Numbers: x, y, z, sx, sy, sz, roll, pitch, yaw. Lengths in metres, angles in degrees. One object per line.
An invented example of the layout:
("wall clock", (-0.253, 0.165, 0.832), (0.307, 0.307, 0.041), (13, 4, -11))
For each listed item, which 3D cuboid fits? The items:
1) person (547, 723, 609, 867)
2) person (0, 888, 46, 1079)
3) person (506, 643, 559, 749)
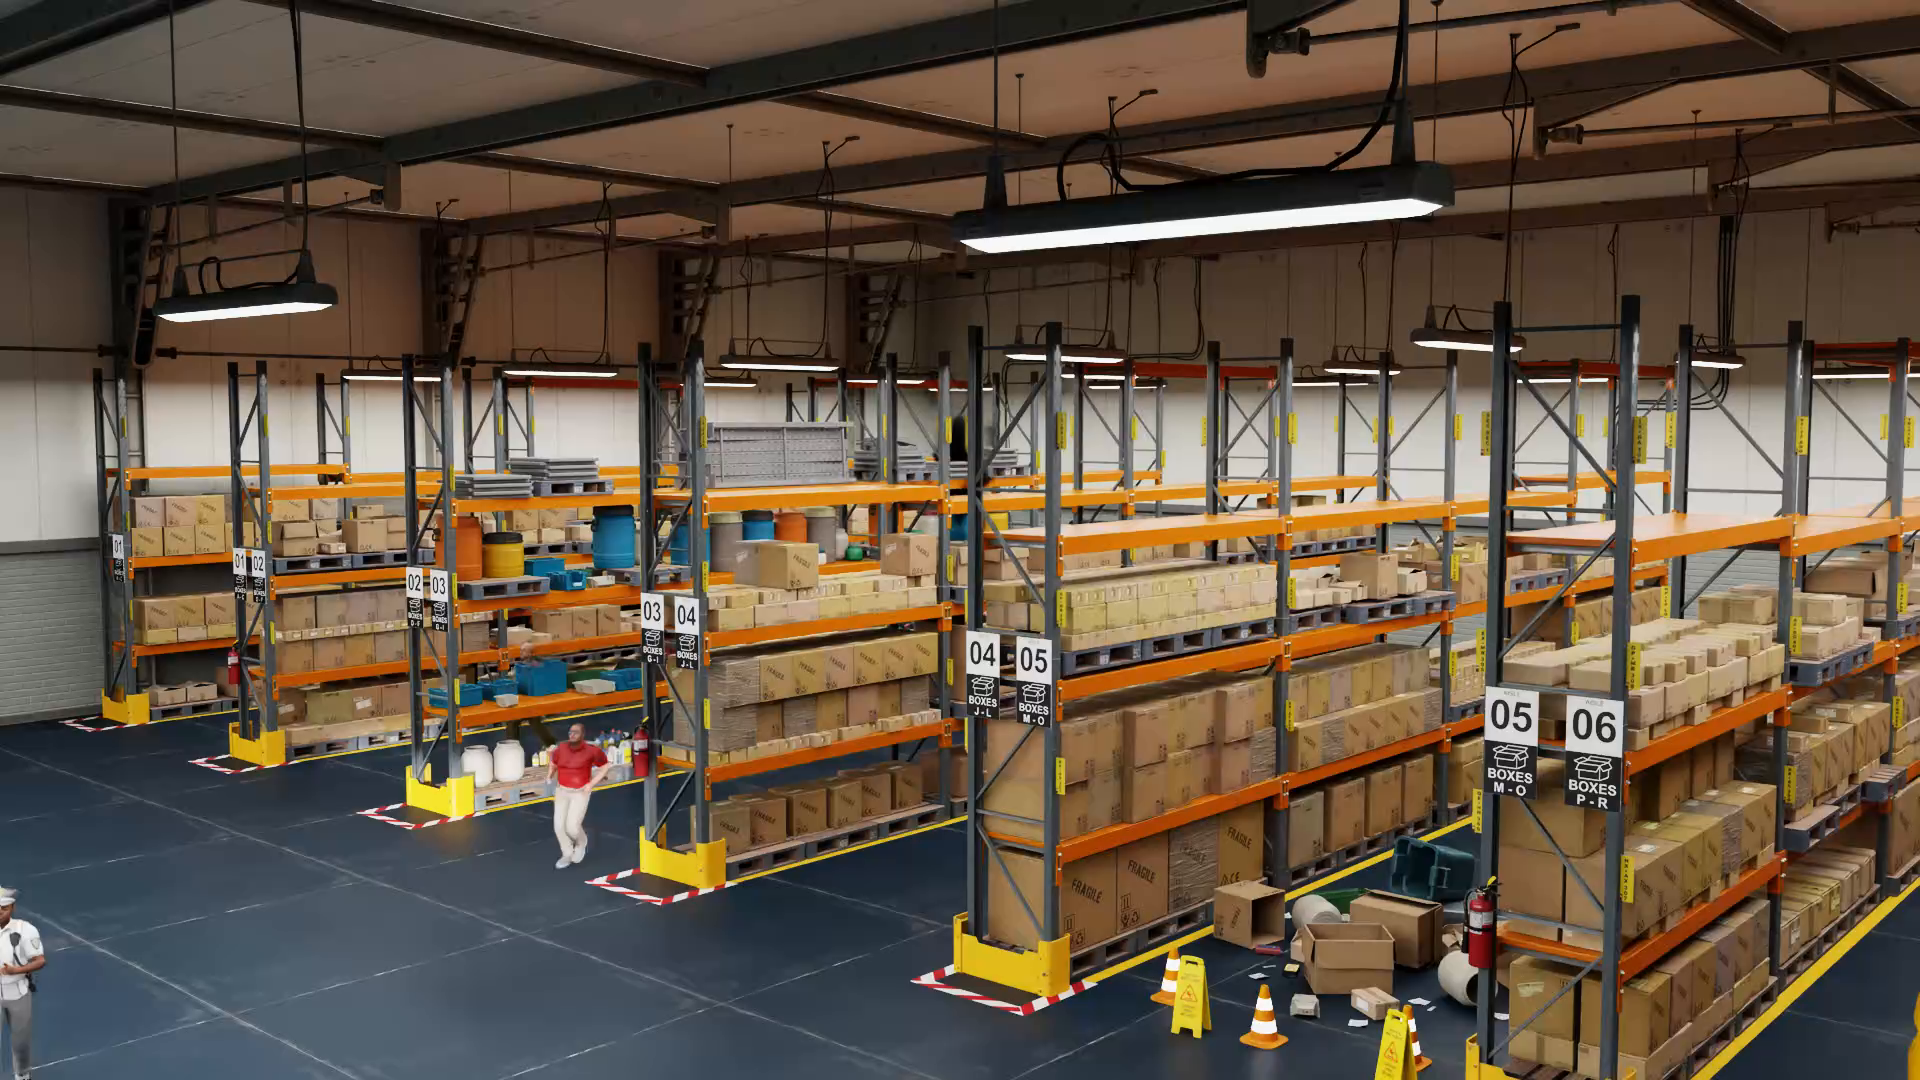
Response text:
("person", (-4.426, 2.929, 19.015), (0.675, 1.671, 0.575), (1, 4, 15))
("person", (-7.060, 3.399, 12.279), (0.562, 1.721, 0.885), (-2, 5, -27))
("person", (-6.484, 2.422, 24.818), (0.695, 1.783, 0.998), (3, 5, 36))
